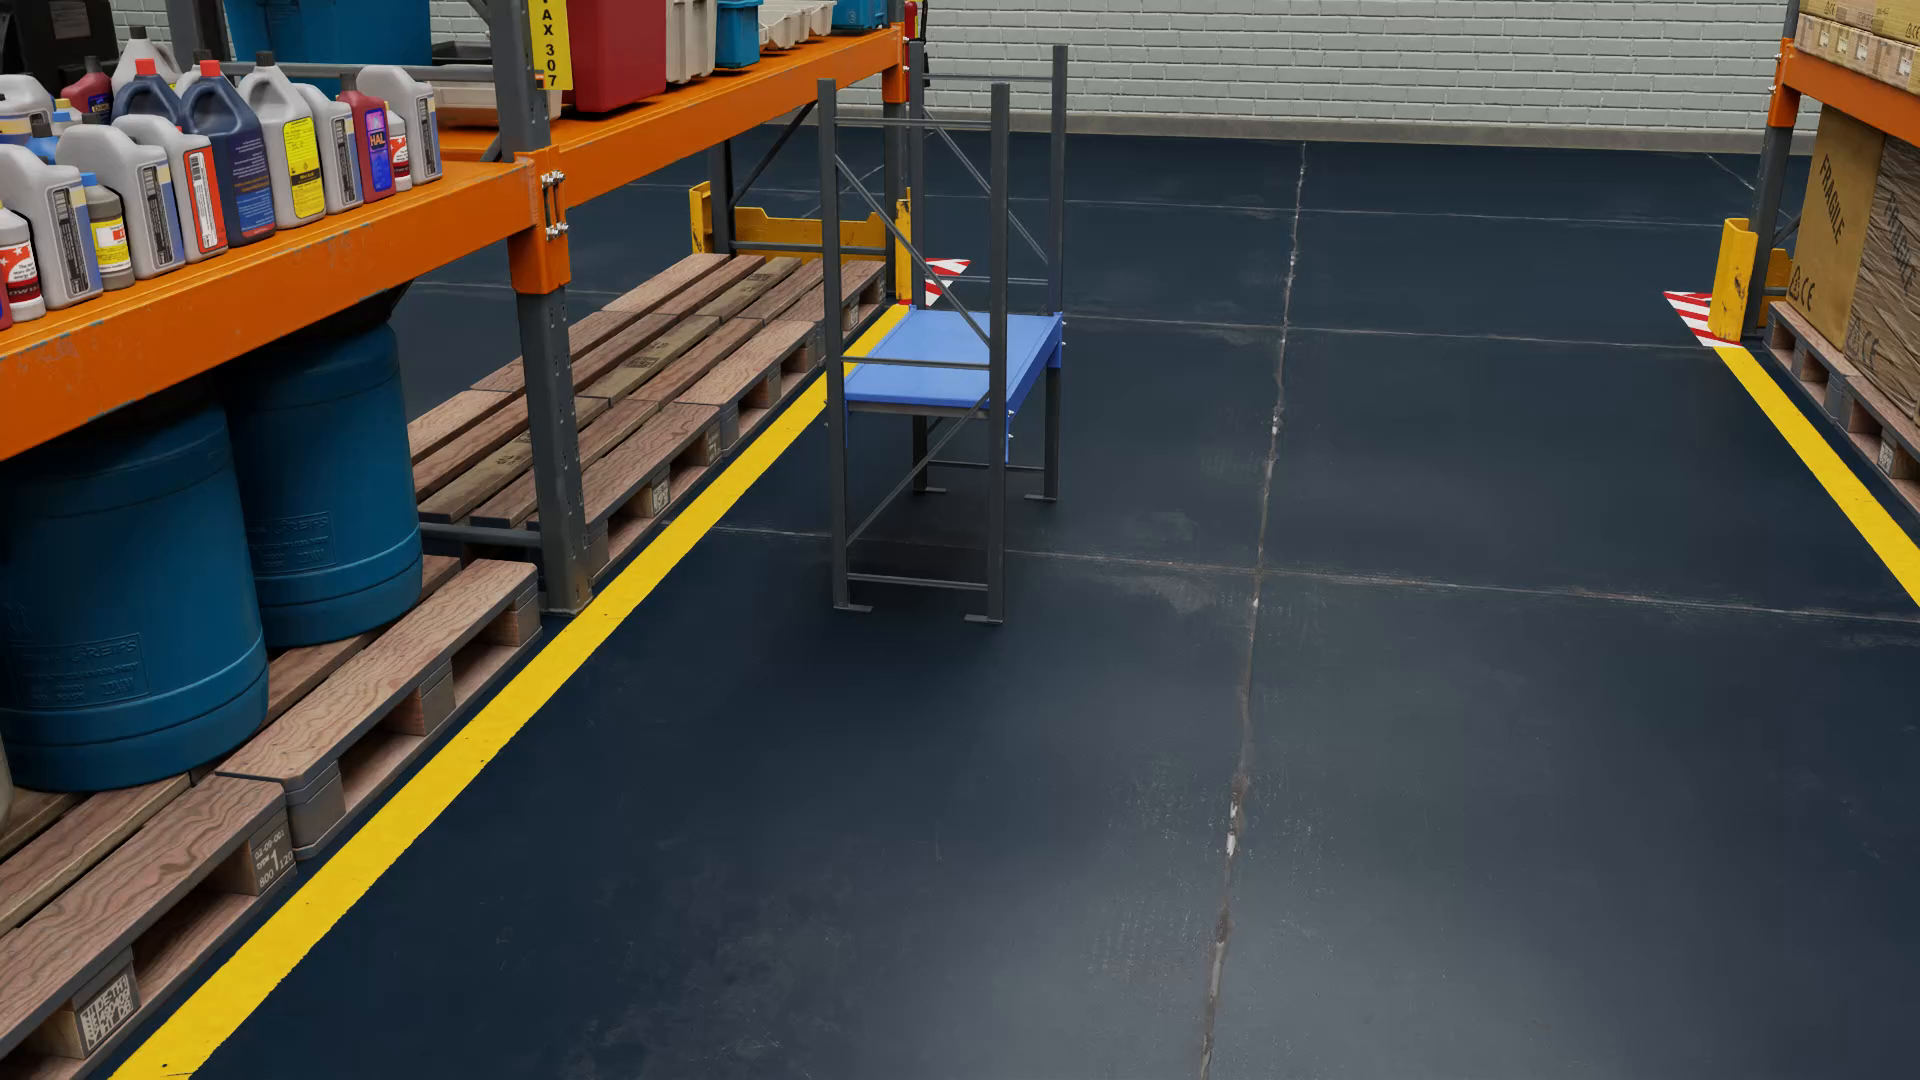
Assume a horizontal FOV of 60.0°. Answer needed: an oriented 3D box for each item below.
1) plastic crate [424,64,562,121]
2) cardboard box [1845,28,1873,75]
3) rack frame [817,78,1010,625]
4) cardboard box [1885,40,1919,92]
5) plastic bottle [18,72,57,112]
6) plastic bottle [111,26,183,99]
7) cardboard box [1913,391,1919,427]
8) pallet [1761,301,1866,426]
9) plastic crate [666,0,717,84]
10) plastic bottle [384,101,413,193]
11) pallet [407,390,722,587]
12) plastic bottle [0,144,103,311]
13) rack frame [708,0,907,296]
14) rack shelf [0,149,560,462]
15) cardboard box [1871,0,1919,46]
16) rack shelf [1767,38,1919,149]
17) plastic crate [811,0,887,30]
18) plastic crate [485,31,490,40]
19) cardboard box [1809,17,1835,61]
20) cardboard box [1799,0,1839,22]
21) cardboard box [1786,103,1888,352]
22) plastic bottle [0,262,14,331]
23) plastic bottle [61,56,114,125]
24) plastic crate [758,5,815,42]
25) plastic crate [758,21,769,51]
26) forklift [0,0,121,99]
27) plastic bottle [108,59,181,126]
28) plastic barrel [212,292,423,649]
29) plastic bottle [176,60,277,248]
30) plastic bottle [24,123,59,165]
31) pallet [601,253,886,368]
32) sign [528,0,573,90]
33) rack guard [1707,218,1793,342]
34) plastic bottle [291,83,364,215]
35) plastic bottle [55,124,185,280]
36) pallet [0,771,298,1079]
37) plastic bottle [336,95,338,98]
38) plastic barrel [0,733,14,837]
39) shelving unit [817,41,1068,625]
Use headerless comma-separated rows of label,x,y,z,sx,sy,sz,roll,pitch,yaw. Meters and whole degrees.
plastic crate,-1.348,-1.291,4.818,0.396,0.136,0.243,4,22,11
cardboard box,3.531,-1.808,6.163,0.380,0.149,0.250,4,22,10
rack frame,-0.121,-0.479,4.534,0.500,1.500,0.032,4,22,11
cardboard box,3.426,-1.620,5.698,0.380,0.149,0.250,4,22,10
plastic bottle,-2.128,-0.937,3.838,0.097,0.271,0.097,0,22,0
plastic bottle,-1.980,-1.085,4.098,0.144,0.351,0.185,4,22,11
cardboard box,3.662,-0.623,5.166,0.875,0.875,0.875,4,22,11
pallet,3.995,-0.720,6.859,1.003,0.211,1.213,4,22,11
plastic crate,-1.091,-1.744,5.747,0.437,0.282,0.530,4,22,11
plastic bottle,-1.344,-0.921,3.891,0.097,0.201,0.097,0,22,0
pallet,-1.471,-0.205,5.580,1.003,0.211,1.213,4,22,11
plastic bottle,-1.599,-0.548,2.865,0.152,0.276,0.135,4,22,11
rack frame,-0.767,-2.689,8.016,1.000,3.000,0.127,4,22,11
rack shelf,-1.991,-0.161,2.702,1.077,0.370,4.000,4,22,11
cardboard box,3.514,-1.851,5.737,0.500,0.250,0.500,4,22,9
rack shelf,3.674,-1.247,5.397,1.077,0.370,4.000,4,22,11
plastic crate,-0.652,-2.597,7.659,0.616,0.435,0.499,4,22,11
plastic crate,-1.522,-1.792,6.060,0.293,0.136,0.466,4,22,11
cardboard box,3.635,-1.997,6.633,0.380,0.149,0.250,4,22,10
cardboard box,3.720,-2.225,6.666,0.500,0.250,0.500,4,22,9
cardboard box,4.030,-1.281,6.801,0.875,0.875,0.875,4,22,11
plastic bottle,-1.602,-0.463,2.645,0.061,0.283,0.133,4,22,11
plastic bottle,-2.103,-1.022,4.032,0.061,0.283,0.133,4,22,11
plastic crate,-0.829,-2.178,7.019,0.396,0.136,0.243,4,22,11
plastic crate,-0.904,-1.965,6.489,0.298,0.136,0.250,4,22,11
forklift,-3.468,-1.491,5.133,1.130,2.935,3.031,7,23,17
plastic bottle,-1.629,-0.786,3.356,0.144,0.351,0.185,4,22,11
plastic barrel,-1.711,-0.250,4.207,0.600,0.901,0.708,4,22,11
plastic bottle,-1.488,-0.775,3.329,0.144,0.351,0.185,4,22,11
plastic bottle,-1.678,-0.634,3.084,0.097,0.271,0.097,0,22,0
pallet,-0.973,-1.097,7.796,1.003,0.211,1.213,4,22,11
sign,-1.045,-1.312,4.226,0.100,0.325,0.005,4,22,11
rack guard,4.087,-1.161,7.568,1.175,0.500,0.348,4,22,11
plastic bottle,-1.422,-0.867,3.656,0.152,0.276,0.135,4,22,11
plastic bottle,-1.552,-0.633,3.076,0.152,0.276,0.135,4,22,11
pallet,-2.028,0.793,3.101,1.003,0.211,1.213,4,22,11
plastic bottle,-1.473,-0.968,4.009,0.097,0.201,0.097,0,22,0
plastic barrel,-2.058,0.389,3.141,0.421,0.512,0.421,0,22,0
shelving unit,-0.017,-0.665,4.996,0.538,1.500,1.048,4,22,11
